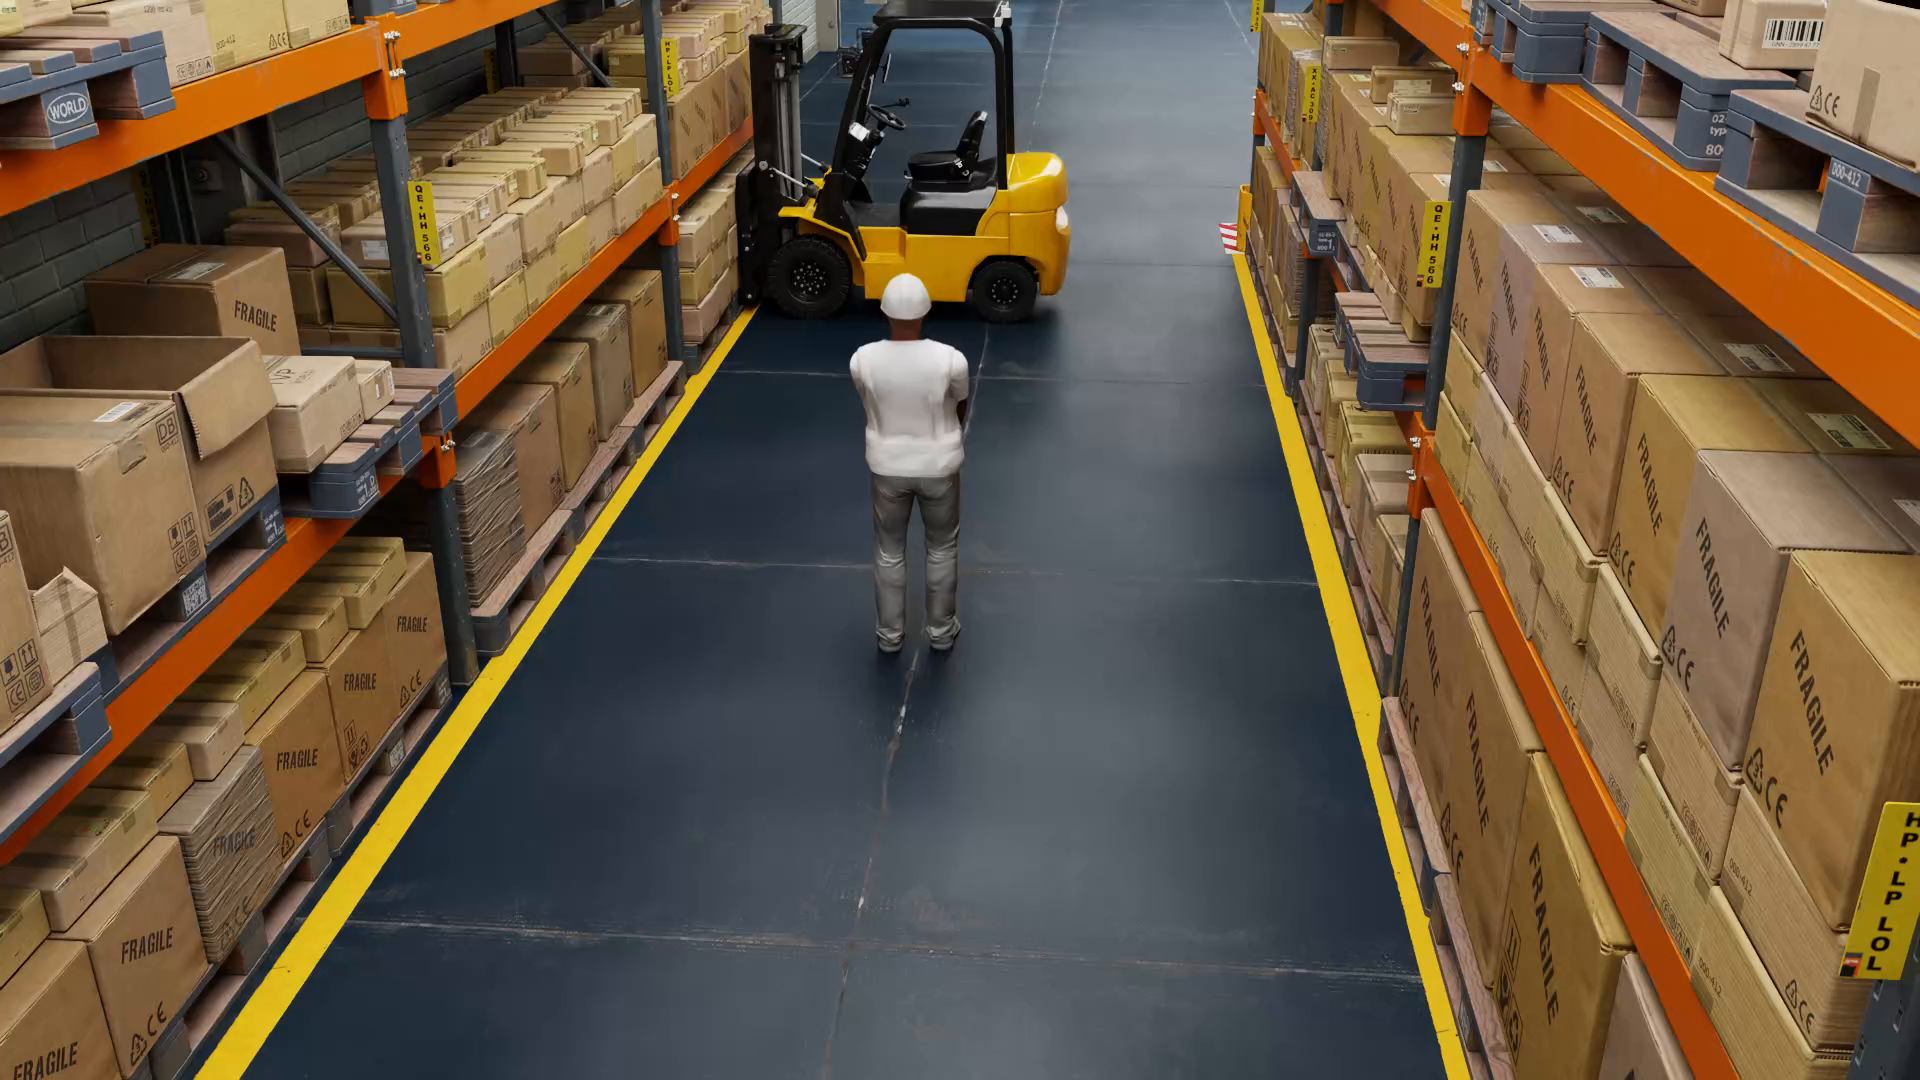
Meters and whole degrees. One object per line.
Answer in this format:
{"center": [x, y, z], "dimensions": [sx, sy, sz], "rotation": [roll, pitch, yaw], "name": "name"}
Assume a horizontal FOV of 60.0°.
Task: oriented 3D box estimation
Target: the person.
{"center": [-0.202, -0.359, 7.376], "dimensions": [0.503, 1.758, 0.586], "rotation": [2, 24, 5], "name": "person"}
